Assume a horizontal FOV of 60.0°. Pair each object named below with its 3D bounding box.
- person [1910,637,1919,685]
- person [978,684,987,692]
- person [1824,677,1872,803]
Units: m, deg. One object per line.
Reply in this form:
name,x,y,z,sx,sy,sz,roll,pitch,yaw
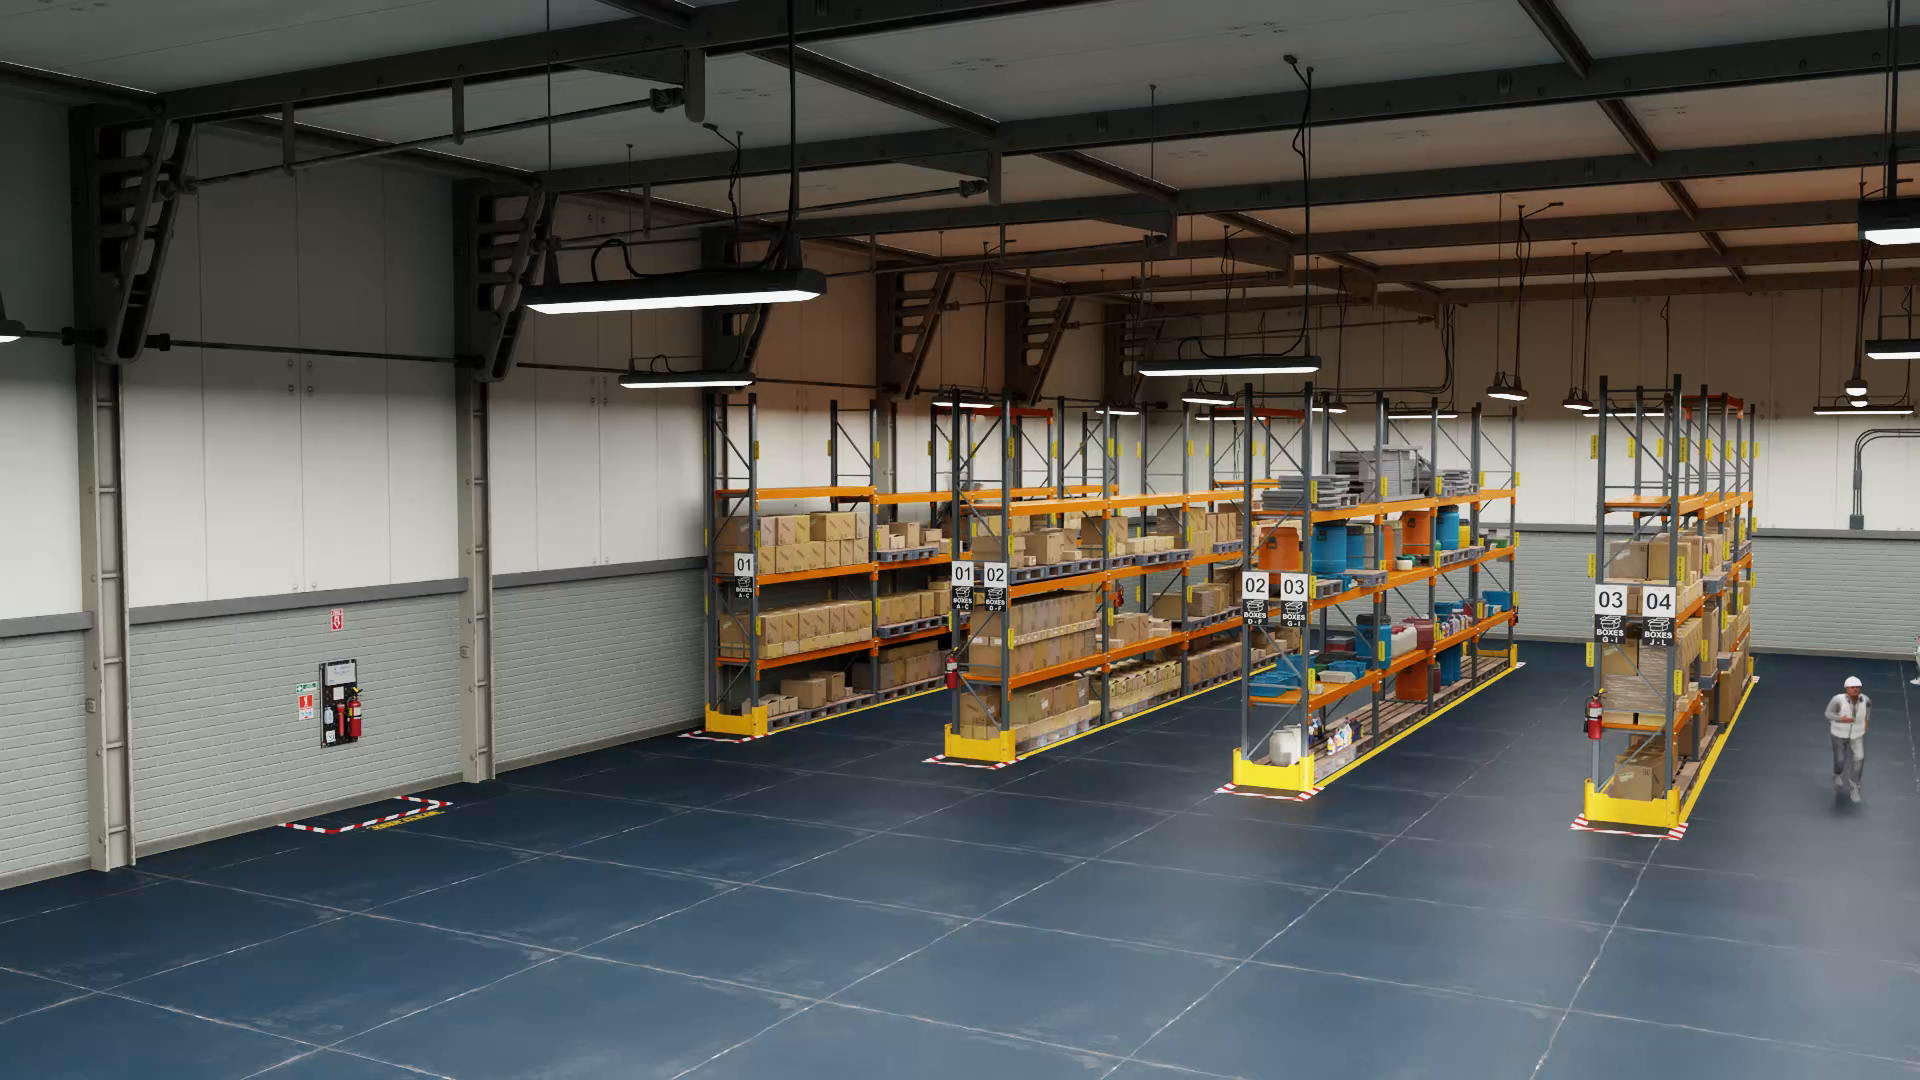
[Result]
person,20.717,2.244,35.389,0.772,1.717,0.756,-1,3,-10
person,0.626,2.474,31.650,0.547,1.670,1.120,2,3,28
person,12.821,2.837,24.040,0.657,1.787,1.013,1,3,17
